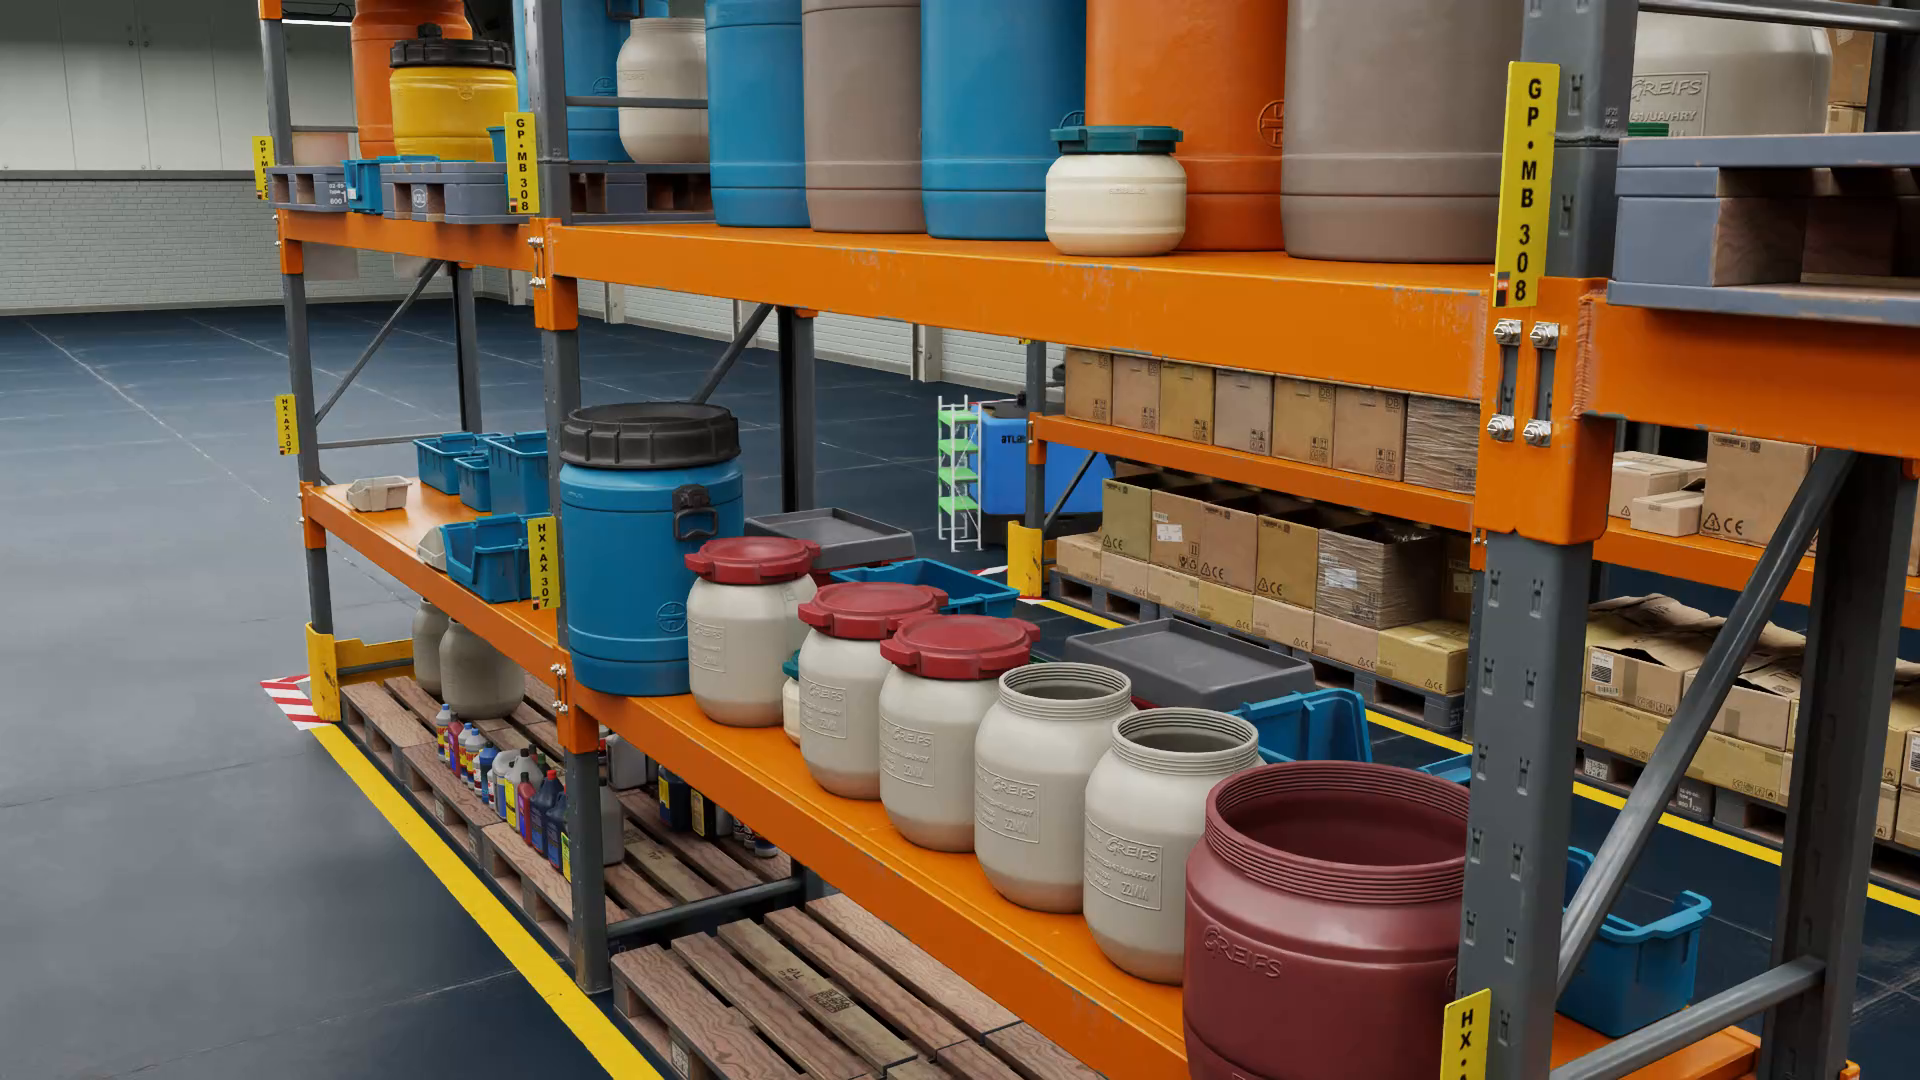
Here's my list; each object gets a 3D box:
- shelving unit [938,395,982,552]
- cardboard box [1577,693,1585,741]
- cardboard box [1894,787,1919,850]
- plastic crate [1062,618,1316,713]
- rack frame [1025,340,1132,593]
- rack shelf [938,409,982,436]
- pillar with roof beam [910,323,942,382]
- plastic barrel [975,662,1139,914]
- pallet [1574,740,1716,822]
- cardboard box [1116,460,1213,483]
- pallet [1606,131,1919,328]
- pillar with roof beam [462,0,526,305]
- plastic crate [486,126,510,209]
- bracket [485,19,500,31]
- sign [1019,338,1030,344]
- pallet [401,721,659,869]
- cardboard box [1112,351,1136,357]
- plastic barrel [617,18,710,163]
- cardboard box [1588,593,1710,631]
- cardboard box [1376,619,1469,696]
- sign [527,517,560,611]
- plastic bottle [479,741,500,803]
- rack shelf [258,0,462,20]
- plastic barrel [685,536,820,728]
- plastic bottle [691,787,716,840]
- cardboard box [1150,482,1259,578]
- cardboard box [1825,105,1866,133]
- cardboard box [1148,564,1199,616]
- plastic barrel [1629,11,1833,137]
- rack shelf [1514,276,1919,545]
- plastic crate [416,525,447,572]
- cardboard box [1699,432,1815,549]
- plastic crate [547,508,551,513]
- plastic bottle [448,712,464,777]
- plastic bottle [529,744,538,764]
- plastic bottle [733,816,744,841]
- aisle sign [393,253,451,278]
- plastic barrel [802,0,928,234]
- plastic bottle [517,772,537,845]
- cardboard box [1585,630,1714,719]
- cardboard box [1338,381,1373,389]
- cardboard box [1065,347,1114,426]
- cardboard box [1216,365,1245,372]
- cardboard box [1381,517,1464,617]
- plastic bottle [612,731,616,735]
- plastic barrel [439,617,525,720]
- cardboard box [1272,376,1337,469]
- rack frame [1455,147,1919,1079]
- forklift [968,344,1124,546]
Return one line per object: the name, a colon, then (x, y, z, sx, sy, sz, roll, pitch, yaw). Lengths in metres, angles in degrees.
shelving unit: (-0.003, -0.548, 13.558, 0.258, 1.200, 0.503, -3, 13, -12)
cardboard box: (3.153, 0.808, 8.598, 0.500, 0.250, 0.500, -9, 15, -34)
cardboard box: (4.292, 1.173, 6.930, 0.500, 0.250, 0.500, -8, 15, -31)
plastic crate: (0.585, 0.511, 4.353, 0.402, 0.464, 0.583, -8, 15, -33)
rack frame: (0.919, -1.142, 12.064, 1.000, 3.000, 0.127, -8, 15, -33)
rack shelf: (-0.003, -0.954, 13.469, 0.258, 0.148, 0.480, -3, 13, -12)
pillar with roof beam: (-4.084, -6.263, 21.435, 9.100, 9.000, 0.400, -8, 15, -33)
plastic barrel: (0.245, 0.579, 3.932, 0.421, 0.512, 0.421, 0, 12, 0)
pallet: (3.576, 1.058, 8.531, 1.003, 0.211, 1.213, -8, 15, -33)
cardboard box: (1.464, -0.310, 11.958, 0.500, 0.500, 0.500, -8, 15, -33)
pallet: (1.568, -0.359, 1.905, 1.003, 0.211, 1.213, -8, 15, -33)
pillar with roof beam: (-14.056, -9.464, 36.074, 9.100, 9.000, 0.548, -8, 15, -33)
plastic crate: (-1.899, -1.711, 7.679, 0.392, 0.384, 0.575, -8, 15, -33)
bracket: (-10.538, -11.616, 37.490, 0.235, 0.232, 0.430, -8, 15, -33)
sign: (0.454, -1.539, 11.667, 0.100, 0.325, 0.005, -8, 15, -33)
pallet: (-2.008, 1.175, 7.993, 1.003, 0.211, 1.213, -8, 15, -33)
cardboard box: (1.243, -1.322, 11.131, 0.380, 0.149, 0.250, -8, 15, -33)
plastic barrel: (-1.065, -1.670, 6.212, 0.421, 0.512, 0.421, 0, 12, 0)
cardboard box: (3.598, 0.471, 8.826, 0.500, 0.311, 0.500, -8, 15, -33)
cardboard box: (2.697, 0.651, 9.319, 0.500, 0.250, 0.500, -8, 15, -33)
sign: (-1.454, 0.083, 5.815, 0.100, 0.325, 0.005, -8, 15, -33)
plastic bottle: (-2.104, 1.035, 7.462, 0.097, 0.271, 0.097, 0, 12, 0)
rack shelf: (-2.098, -2.585, 7.238, 1.077, 0.370, 4.000, -8, 15, -33)
plastic barrel: (-0.643, 0.284, 5.222, 0.433, 0.535, 0.433, 0, 12, 0)
plastic bottle: (-1.092, 1.117, 7.063, 0.061, 0.283, 0.133, -8, 15, -33)
cardboard box: (1.597, -0.073, 10.871, 0.500, 0.500, 0.500, -8, 15, -33)
cardboard box: (3.775, -1.820, 7.510, 0.500, 0.250, 0.500, -10, 16, -38)
cardboard box: (1.588, 0.295, 10.945, 0.500, 0.250, 0.500, -8, 15, -33)
plastic barrel: (1.309, -0.745, 2.966, 0.421, 0.512, 0.421, 0, 12, 0)
rack shelf: (2.334, 0.108, 1.010, 1.077, 0.370, 4.000, -8, 15, -33)
plastic crate: (-2.101, 0.025, 7.345, 0.530, 0.136, 0.437, -8, 15, -33)
cardboard box: (3.839, -0.248, 7.738, 0.500, 0.500, 0.500, -7, 14, -29)
plastic crate: (-1.507, -0.017, 7.412, 0.450, 0.188, 0.662, -8, 15, -33)
plastic bottle: (-2.351, 0.957, 7.792, 0.061, 0.283, 0.133, -8, 15, -32)
plastic bottle: (-1.871, 1.053, 7.355, 0.061, 0.283, 0.133, -8, 15, -33)
plastic bottle: (-0.915, 1.162, 7.047, 0.097, 0.201, 0.097, 0, 12, 0)
aisle sign: (-2.999, -1.875, 9.328, 0.394, 0.787, 0.004, -8, 15, -33)
plastic barrel: (-0.165, -1.374, 4.931, 0.600, 0.901, 0.600, 0, 12, 0)
plastic bottle: (-1.818, 1.128, 7.010, 0.061, 0.283, 0.133, -7, 14, -29)
cardboard box: (3.430, 0.626, 8.119, 0.500, 0.311, 0.500, -8, 15, -33)
cardboard box: (2.378, -0.957, 9.463, 0.380, 0.149, 0.250, -8, 15, -33)
cardboard box: (1.167, -1.107, 11.667, 0.700, 0.500, 0.500, -8, 15, -33)
cardboard box: (1.808, -1.139, 10.298, 0.380, 0.149, 0.250, -8, 15, -32)
cardboard box: (2.856, 0.133, 9.929, 0.500, 0.500, 0.500, -8, 15, -33)
plastic bottle: (-1.611, 0.994, 7.815, 0.097, 0.201, 0.097, 0, 12, 0)
plastic barrel: (-2.501, 0.651, 8.705, 0.421, 0.512, 0.421, 0, 12, 0)
cardboard box: (2.312, -0.741, 9.993, 0.700, 0.500, 0.500, -8, 15, -32)
rack frame: (1.226, 0.866, 2.880, 1.000, 3.000, 0.127, -8, 15, -33)
forklift: (1.630, -1.483, 13.781, 3.031, 2.935, 1.130, -2, 12, -8)
